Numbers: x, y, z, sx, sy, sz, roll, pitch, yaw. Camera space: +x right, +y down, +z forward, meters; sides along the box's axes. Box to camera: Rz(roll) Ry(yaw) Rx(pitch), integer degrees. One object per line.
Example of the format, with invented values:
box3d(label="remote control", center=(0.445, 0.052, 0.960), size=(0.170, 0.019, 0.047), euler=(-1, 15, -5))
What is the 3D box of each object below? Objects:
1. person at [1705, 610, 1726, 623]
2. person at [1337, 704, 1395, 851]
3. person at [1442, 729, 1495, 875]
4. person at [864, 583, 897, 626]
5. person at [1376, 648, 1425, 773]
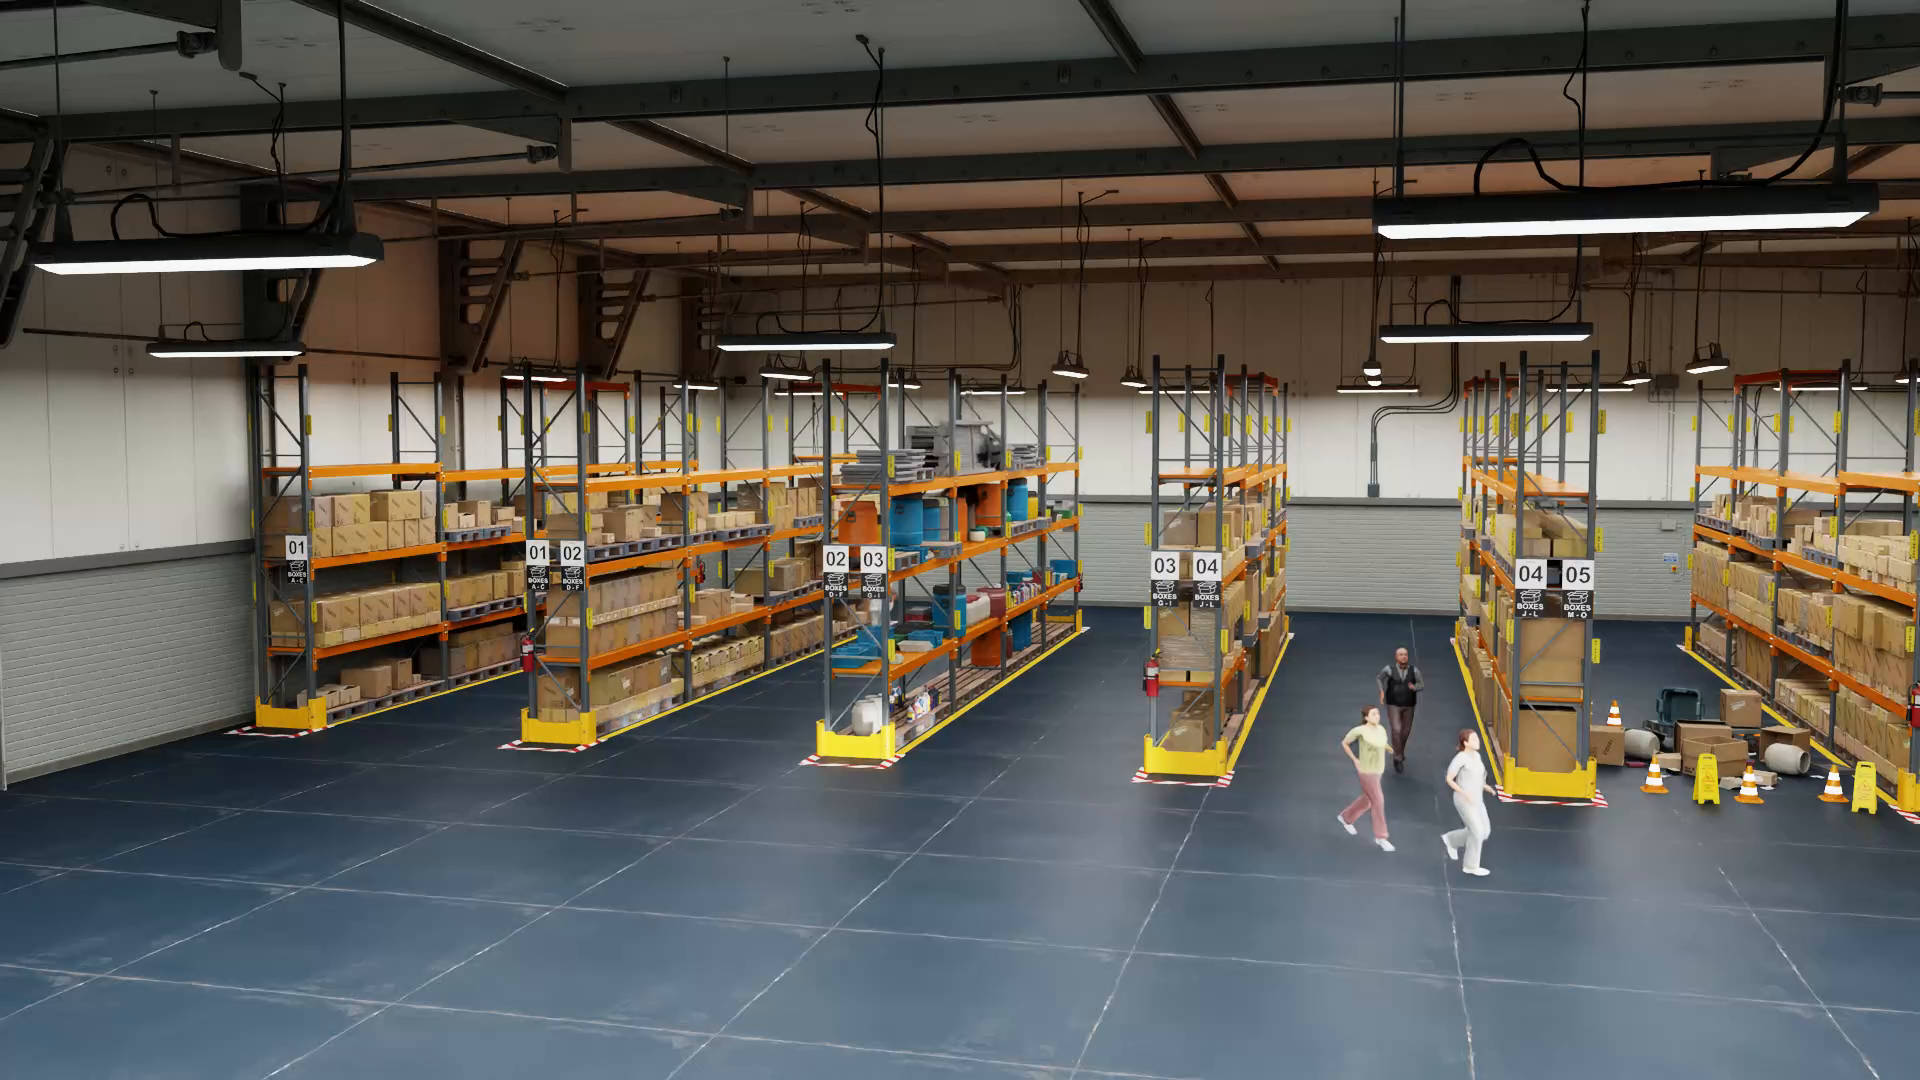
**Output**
box3d(label="person", center=(17.364, 1.519, 38.228), size=(0.671, 1.714, 0.963), euler=(3, 5, 35))
box3d(label="person", center=(4.900, 2.794, 19.889), size=(0.559, 1.690, 0.896), euler=(-3, 5, -34))
box3d(label="person", center=(5.654, 2.907, 18.550), size=(0.555, 1.626, 0.567), euler=(-3, 5, -40))
box3d(label="person", center=(-1.647, 1.498, 34.221), size=(0.662, 1.829, 0.633), euler=(0, 4, 2))
box3d(label="person", center=(6.440, 2.452, 24.287), size=(0.638, 1.755, 0.874), euler=(0, 4, 0))
